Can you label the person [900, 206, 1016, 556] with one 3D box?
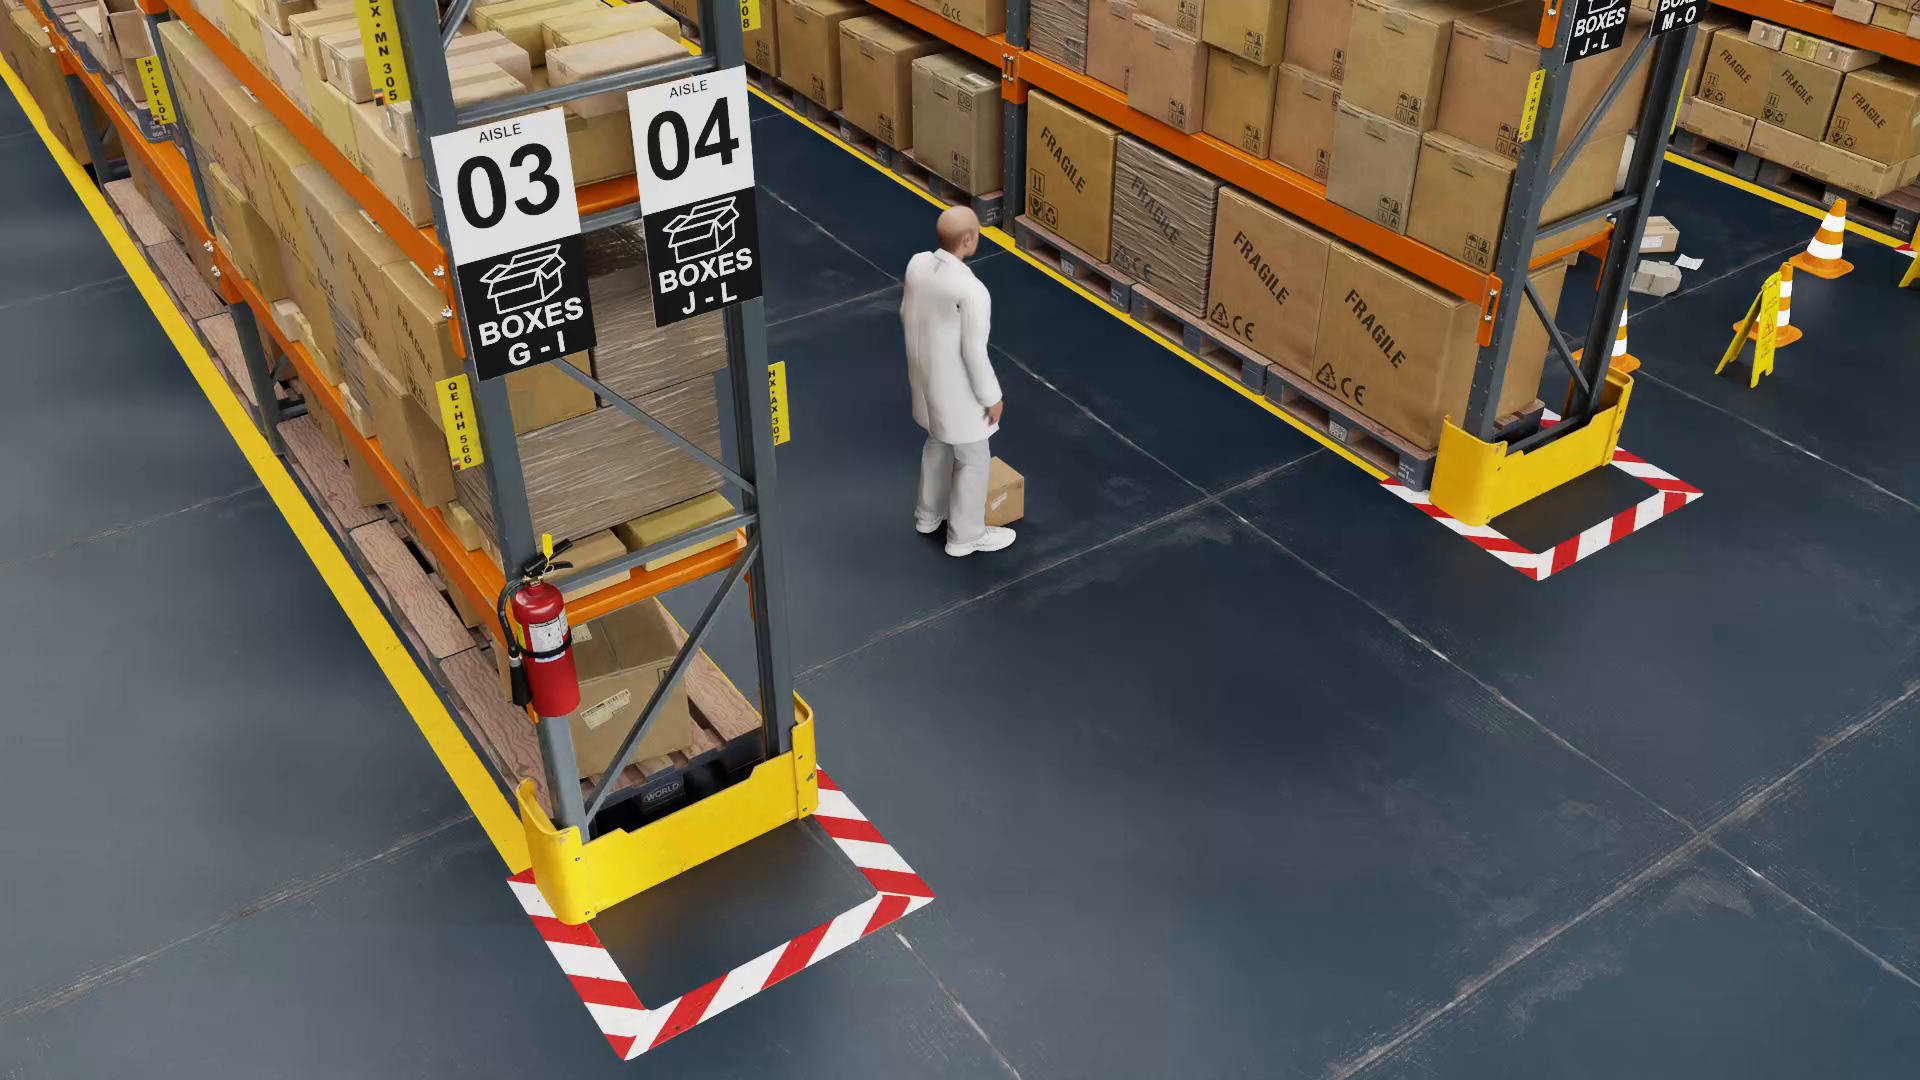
[{"bbox_3d":[-0.037,-0.775,8.088,0.413,1.774,0.656,-23,42,-29],"label":"person"}]
